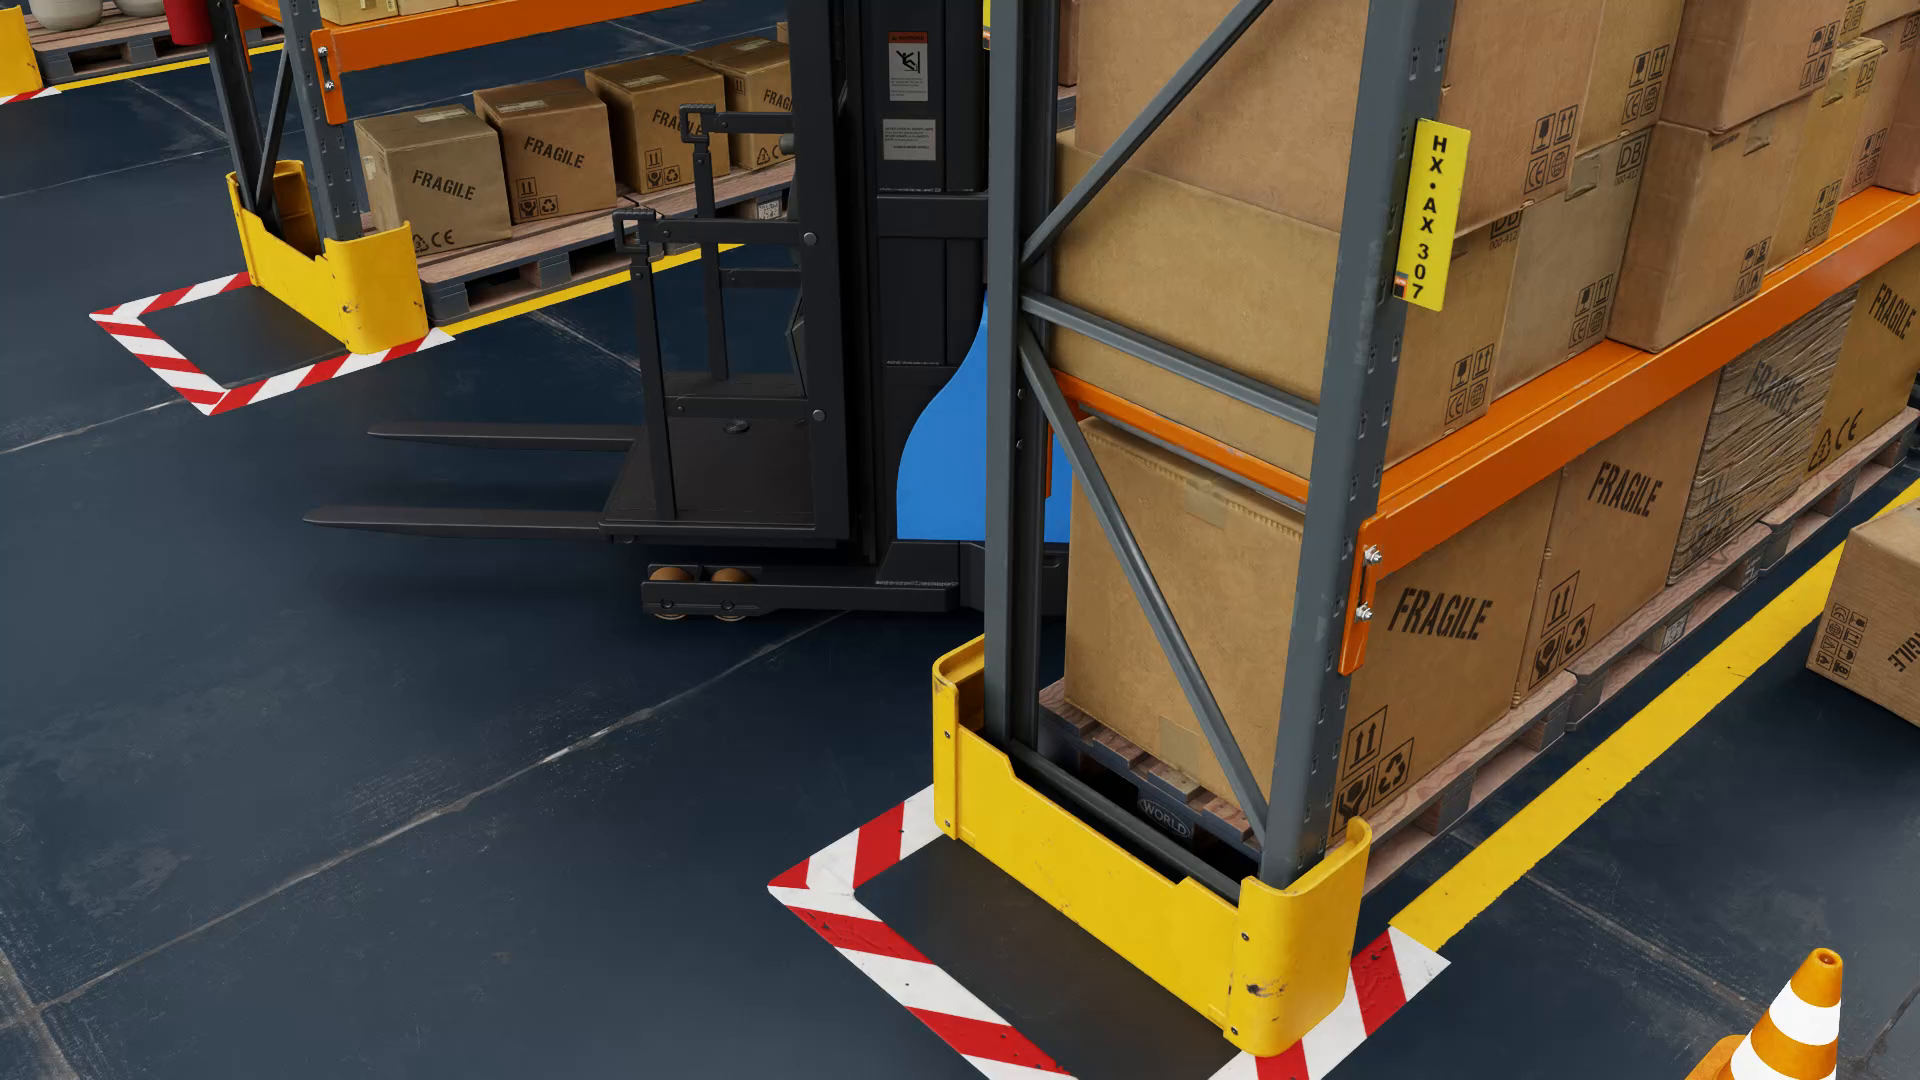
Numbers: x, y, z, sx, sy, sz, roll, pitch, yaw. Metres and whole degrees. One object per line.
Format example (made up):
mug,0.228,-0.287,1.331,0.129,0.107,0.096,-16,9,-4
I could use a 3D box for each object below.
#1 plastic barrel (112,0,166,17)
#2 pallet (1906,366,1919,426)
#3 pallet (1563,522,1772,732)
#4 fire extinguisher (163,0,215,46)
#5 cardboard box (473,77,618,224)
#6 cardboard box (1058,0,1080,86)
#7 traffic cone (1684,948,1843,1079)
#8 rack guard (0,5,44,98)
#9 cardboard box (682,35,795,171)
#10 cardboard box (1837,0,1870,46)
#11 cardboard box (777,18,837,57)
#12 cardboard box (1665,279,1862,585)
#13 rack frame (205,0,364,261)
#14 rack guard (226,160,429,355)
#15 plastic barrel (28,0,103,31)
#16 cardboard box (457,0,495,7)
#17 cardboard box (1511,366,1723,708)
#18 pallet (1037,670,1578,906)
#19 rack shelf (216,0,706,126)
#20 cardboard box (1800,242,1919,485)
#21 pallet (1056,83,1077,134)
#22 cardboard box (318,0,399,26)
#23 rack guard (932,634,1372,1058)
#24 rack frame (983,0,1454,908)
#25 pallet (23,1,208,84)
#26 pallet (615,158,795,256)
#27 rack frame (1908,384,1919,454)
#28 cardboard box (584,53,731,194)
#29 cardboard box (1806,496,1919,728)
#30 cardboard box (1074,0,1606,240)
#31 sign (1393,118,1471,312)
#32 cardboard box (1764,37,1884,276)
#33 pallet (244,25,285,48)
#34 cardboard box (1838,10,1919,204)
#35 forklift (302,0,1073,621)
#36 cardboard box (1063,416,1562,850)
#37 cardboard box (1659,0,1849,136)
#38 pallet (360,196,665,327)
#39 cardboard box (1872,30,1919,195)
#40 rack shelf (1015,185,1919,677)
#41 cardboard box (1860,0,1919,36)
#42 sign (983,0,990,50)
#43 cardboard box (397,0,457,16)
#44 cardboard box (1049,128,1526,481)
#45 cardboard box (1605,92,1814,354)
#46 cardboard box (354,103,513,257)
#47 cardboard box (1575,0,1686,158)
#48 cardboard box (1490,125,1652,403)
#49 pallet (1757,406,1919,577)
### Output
plastic barrel,-5.424,-3.759,11.004,0.421,0.512,0.421,0,31,0
pallet,3.891,-0.904,7.026,1.213,0.211,1.003,-26,40,-35
pallet,1.871,0.073,5.428,1.213,0.211,1.003,-26,40,-35
fire extinguisher,-3.252,-2.408,6.888,0.183,0.674,0.296,-26,40,-35
cardboard box,-1.970,-1.859,7.908,0.500,0.500,0.500,-15,35,-23
cardboard box,0.543,-3.055,9.846,0.700,0.500,0.500,26,40,35
traffic cone,1.799,1.065,3.565,0.334,0.463,0.336,-26,40,-35
rack guard,-6.199,-3.179,10.470,0.348,0.500,1.175,-26,40,-35
cardboard box,-1.059,-2.254,8.555,0.500,0.500,0.500,25,39,35
cardboard box,1.886,-1.629,4.360,0.500,0.550,0.875,-26,40,-35
cardboard box,-0.657,-2.505,8.964,0.500,0.500,0.500,-13,34,-21
cardboard box,2.210,-0.547,5.403,0.875,0.875,0.875,-25,40,-35
rack frame,-2.855,-2.306,6.645,0.127,3.000,1.000,-26,40,-35
rack guard,-2.799,-1.266,7.342,0.348,0.500,1.175,-26,40,-35
plastic barrel,-5.792,-3.581,10.713,0.421,0.512,0.421,0,31,0
cardboard box,-2.094,-2.373,6.996,0.250,0.149,0.380,-26,40,-35
cardboard box,1.540,-0.224,4.875,0.875,0.875,0.875,-27,40,-36
pallet,0.977,0.504,4.724,1.213,0.211,1.003,-26,40,-35
rack shelf,-1.388,-2.708,7.993,4.000,0.370,1.077,-26,40,-35
cardboard box,2.868,-0.868,5.928,0.875,0.875,0.875,-25,39,-35
pallet,0.648,-2.812,10.146,1.213,0.211,1.003,-26,40,-35
cardboard box,-2.484,-2.208,6.727,0.250,0.149,0.380,-26,40,-35
rack guard,0.426,0.702,4.122,0.348,0.500,1.175,-26,40,-35
rack frame,0.444,-0.373,3.484,0.127,3.000,1.000,-26,40,-35
pallet,-5.599,-3.342,11.013,1.213,0.211,1.003,-26,40,-35
pallet,-1.285,-1.848,8.570,1.213,0.211,1.003,-26,40,-35
rack frame,3.377,-1.791,5.804,0.127,3.000,1.000,-26,40,-35
cardboard box,-1.498,-2.074,8.259,0.500,0.500,0.500,-22,38,-31
cardboard box,2.936,0.217,4.913,0.500,0.500,0.500,-19,36,-28
cardboard box,0.742,-1.014,3.354,0.550,0.550,0.875,-26,40,-35
sign,0.817,-0.561,2.887,0.005,0.325,0.100,-26,40,-35
cardboard box,1.930,-1.143,4.601,0.500,0.550,0.875,-26,40,-35
pallet,-4.705,-3.772,11.717,1.213,0.211,1.003,-26,40,-35
cardboard box,2.250,-1.370,4.971,0.550,0.550,0.875,-26,40,-35
forklift,-0.624,-1.265,5.009,3.031,2.935,1.130,1,31,2
cardboard box,0.896,0.089,4.363,0.875,0.875,0.875,-26,40,-35
cardboard box,1.586,-1.391,3.971,0.550,0.550,0.875,-26,40,-35
pallet,-2.179,-1.418,7.866,1.213,0.211,1.003,-26,40,-35
cardboard box,2.726,-1.516,5.210,0.550,0.550,0.875,-26,40,-35
rack shelf,1.910,-0.775,4.832,4.000,0.370,1.077,-26,40,-35
cardboard box,2.269,-1.820,4.672,0.550,0.550,0.875,-26,40,-35
sign,0.085,-1.180,3.468,0.005,0.325,0.100,-26,40,-35
cardboard box,-2.287,-2.290,6.860,0.250,0.149,0.380,-26,40,-35
cardboard box,0.685,-0.585,3.688,0.550,0.550,0.875,-26,40,-35
cardboard box,1.569,-0.940,4.267,0.550,0.550,0.875,-26,40,-35
cardboard box,-2.385,-1.634,7.540,0.500,0.500,0.500,-18,36,-27
cardboard box,1.083,-1.244,3.731,0.550,0.550,0.875,-26,40,-35
cardboard box,1.073,-0.789,4.021,0.550,0.550,0.875,-26,40,-35
pallet,2.766,-0.362,6.140,1.213,0.211,1.003,-26,40,-35
